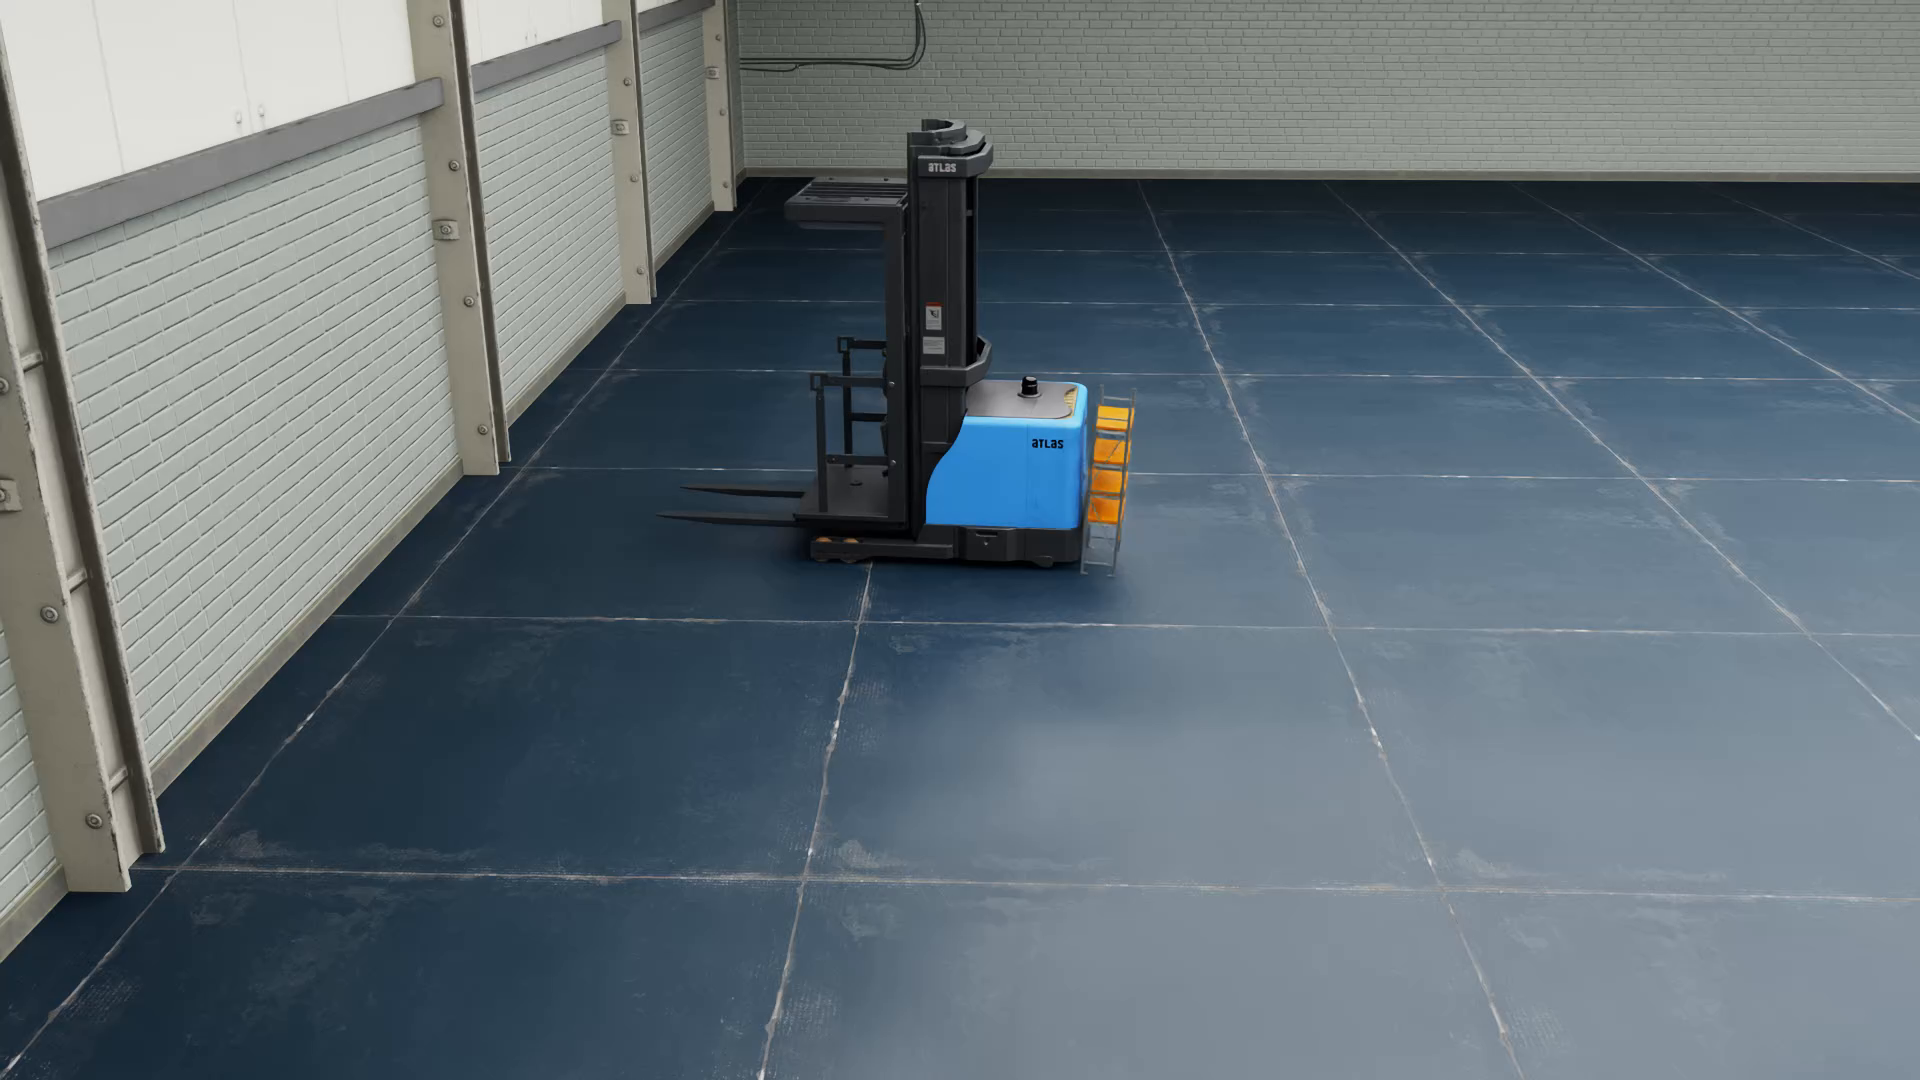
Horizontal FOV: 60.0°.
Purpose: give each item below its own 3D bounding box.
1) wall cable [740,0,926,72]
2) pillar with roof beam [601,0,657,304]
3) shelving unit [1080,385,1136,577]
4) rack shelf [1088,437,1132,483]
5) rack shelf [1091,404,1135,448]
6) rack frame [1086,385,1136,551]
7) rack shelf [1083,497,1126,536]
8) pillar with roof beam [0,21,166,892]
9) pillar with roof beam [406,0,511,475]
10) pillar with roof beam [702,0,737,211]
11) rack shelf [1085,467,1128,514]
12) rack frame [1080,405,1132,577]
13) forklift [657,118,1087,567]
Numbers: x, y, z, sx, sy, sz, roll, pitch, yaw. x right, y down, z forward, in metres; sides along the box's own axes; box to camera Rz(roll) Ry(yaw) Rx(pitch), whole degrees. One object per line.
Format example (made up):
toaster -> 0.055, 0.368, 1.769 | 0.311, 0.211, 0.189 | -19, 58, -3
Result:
wall cable -> -2.092, -8.732, 26.386 | 3.097, 2.526, 0.112 | 1, 21, 2
pillar with roof beam -> 0.617, -6.912, 17.404 | 9.100, 9.000, 0.400 | 1, 21, 2
shelving unit -> 1.014, -0.406, 11.396 | 0.258, 1.200, 0.503 | 6, 22, 7
rack shelf -> 1.023, -0.551, 11.338 | 0.258, 0.148, 0.480 | 6, 22, 7
rack shelf -> 1.037, -0.770, 11.250 | 0.258, 0.148, 0.480 | 6, 22, 7
rack frame -> 1.051, -0.493, 11.621 | 0.240, 1.200, 0.015 | 6, 22, 7
rack shelf -> 0.998, -0.160, 11.494 | 0.258, 0.148, 0.480 | 6, 22, 7
pillar with roof beam -> 0.252, -2.574, 6.221 | 9.100, 9.000, 0.400 | 1, 21, 2
pillar with roof beam -> 0.434, -4.743, 11.813 | 9.100, 9.000, 0.400 | 1, 21, 2
pillar with roof beam -> 0.799, -9.082, 22.995 | 9.100, 9.000, 0.400 | 1, 21, 2
rack shelf -> 1.010, -0.344, 11.421 | 0.258, 0.148, 0.480 | 6, 22, 7
rack frame -> 0.977, -0.319, 11.171 | 0.240, 1.200, 0.015 | 6, 22, 7
forklift -> -0.625, -1.393, 11.567 | 3.031, 2.935, 1.130 | 2, 21, 6
